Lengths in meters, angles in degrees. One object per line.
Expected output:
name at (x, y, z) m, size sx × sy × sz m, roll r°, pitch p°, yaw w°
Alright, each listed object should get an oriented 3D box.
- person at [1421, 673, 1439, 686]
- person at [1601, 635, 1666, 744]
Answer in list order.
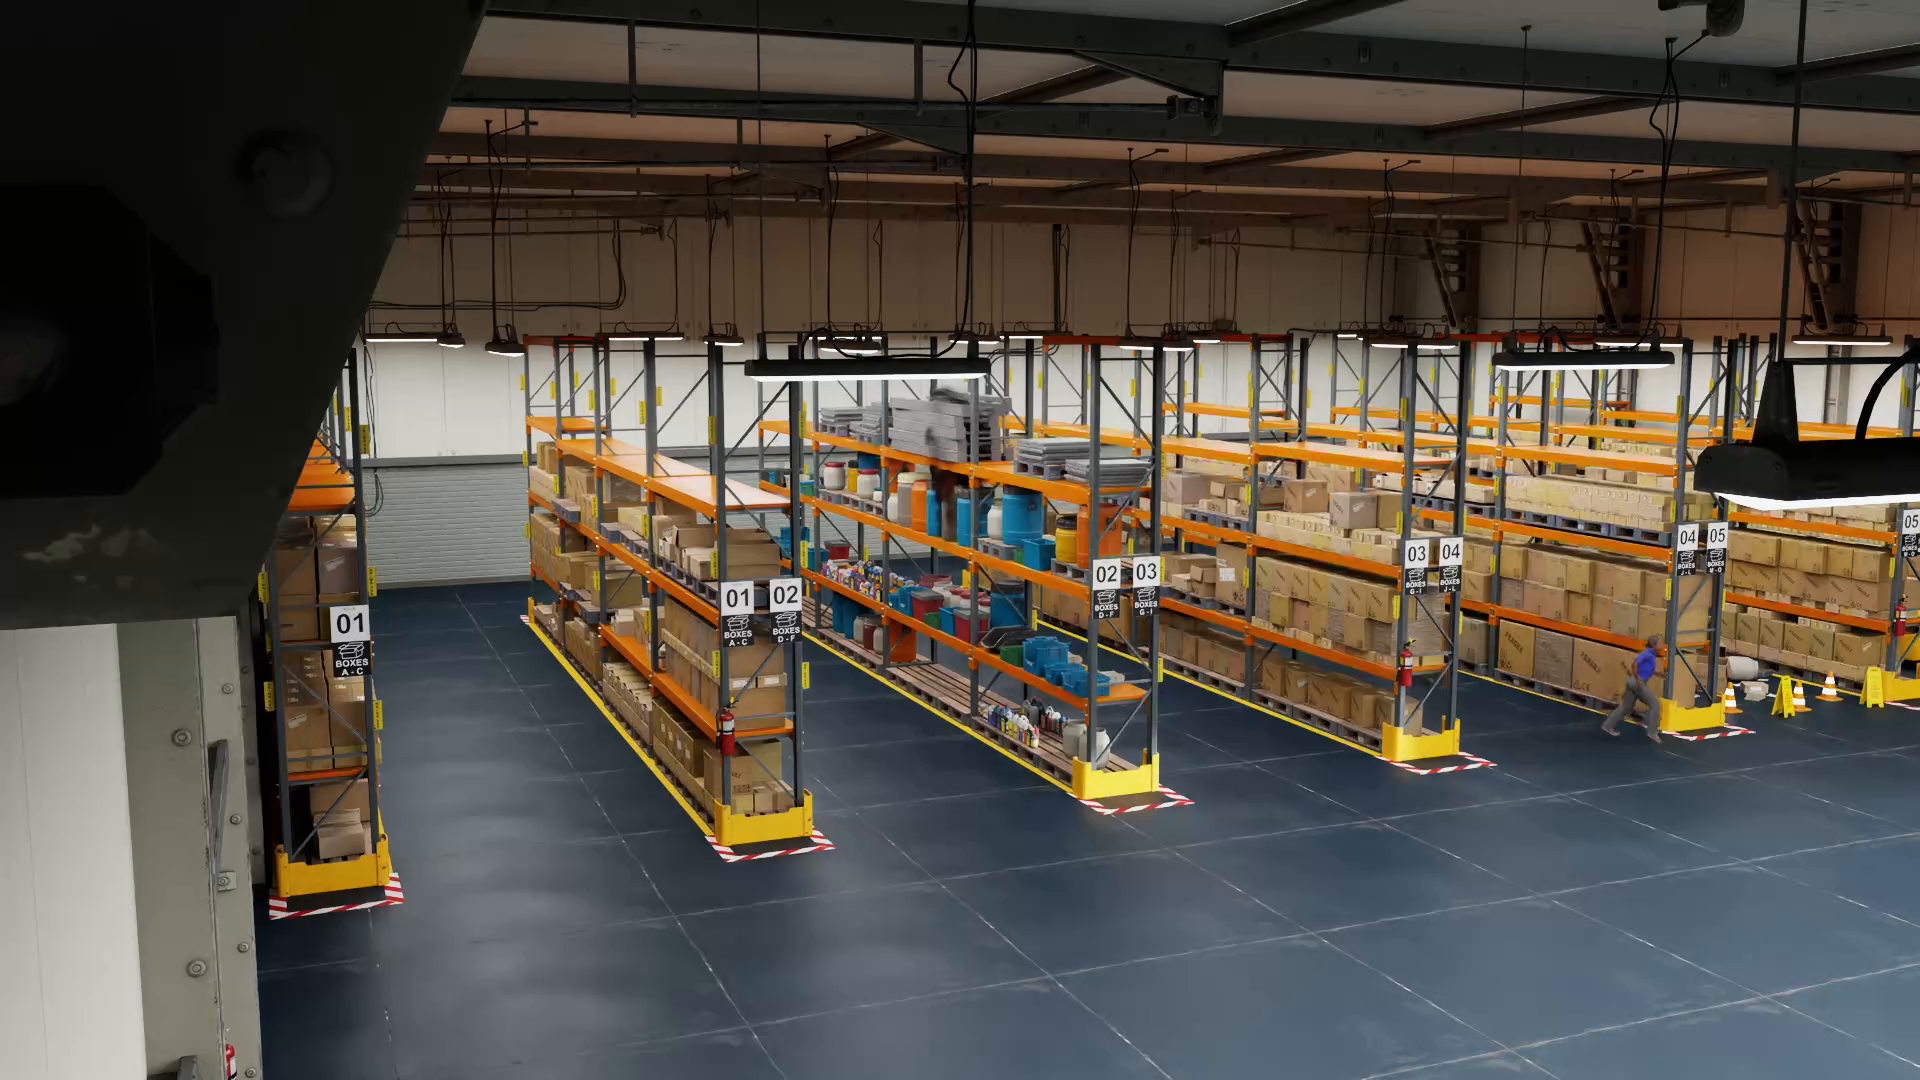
person at (8.005, 1.598, 29.024) m, size 0.733 × 1.791 × 0.925 m, roll -5°, pitch 9°, yaw -34°
person at (10.134, 2.234, 24.960) m, size 0.885 × 1.651 × 0.571 m, roll 2°, pitch 8°, yaw 16°
